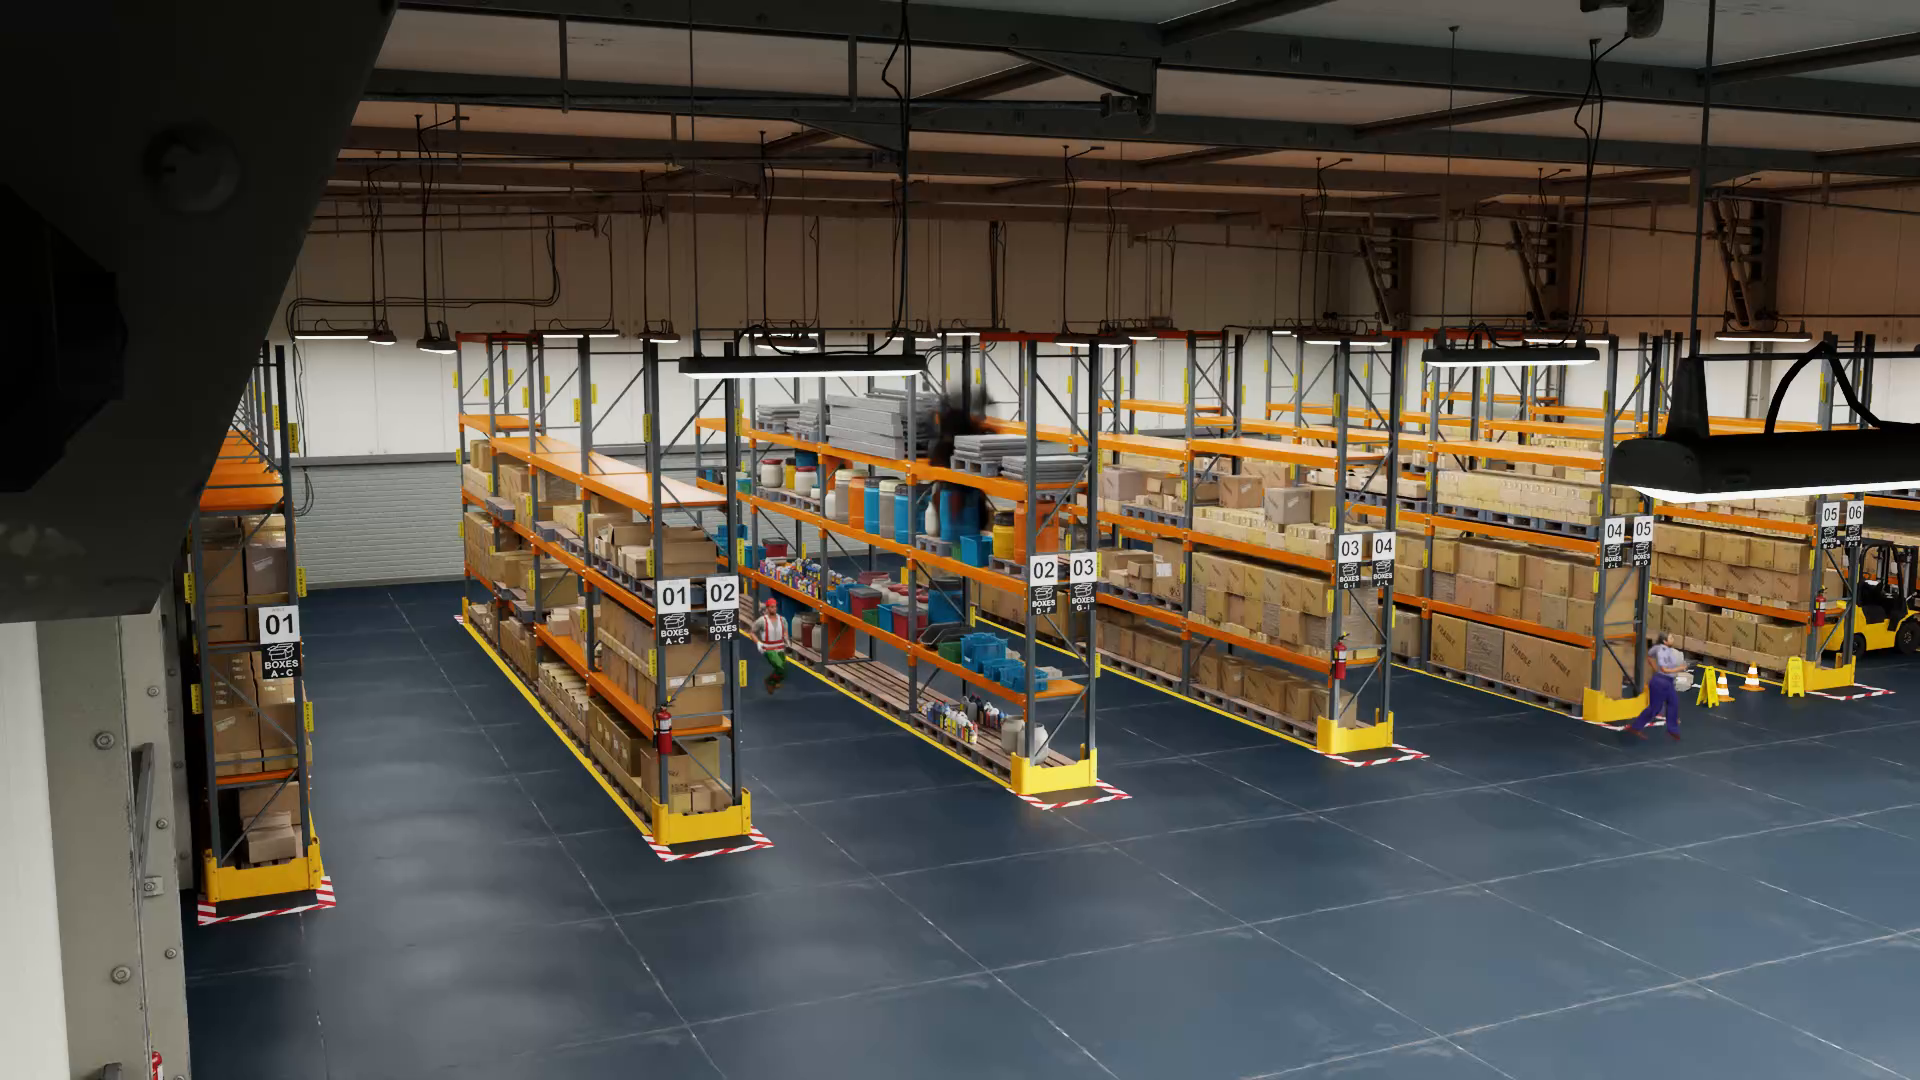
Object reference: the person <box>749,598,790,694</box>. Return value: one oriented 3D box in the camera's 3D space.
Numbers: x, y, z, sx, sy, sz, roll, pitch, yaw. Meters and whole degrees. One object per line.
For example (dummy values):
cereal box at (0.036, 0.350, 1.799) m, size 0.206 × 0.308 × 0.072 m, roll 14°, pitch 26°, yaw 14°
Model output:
person at (-3.058, 1.769, 27.106) m, size 0.663 × 1.652 × 0.872 m, roll -5°, pitch 9°, yaw -33°

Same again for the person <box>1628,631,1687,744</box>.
person at (10.398, 2.205, 24.719) m, size 0.791 × 1.707 × 0.599 m, roll 4°, pitch 8°, yaw 25°
